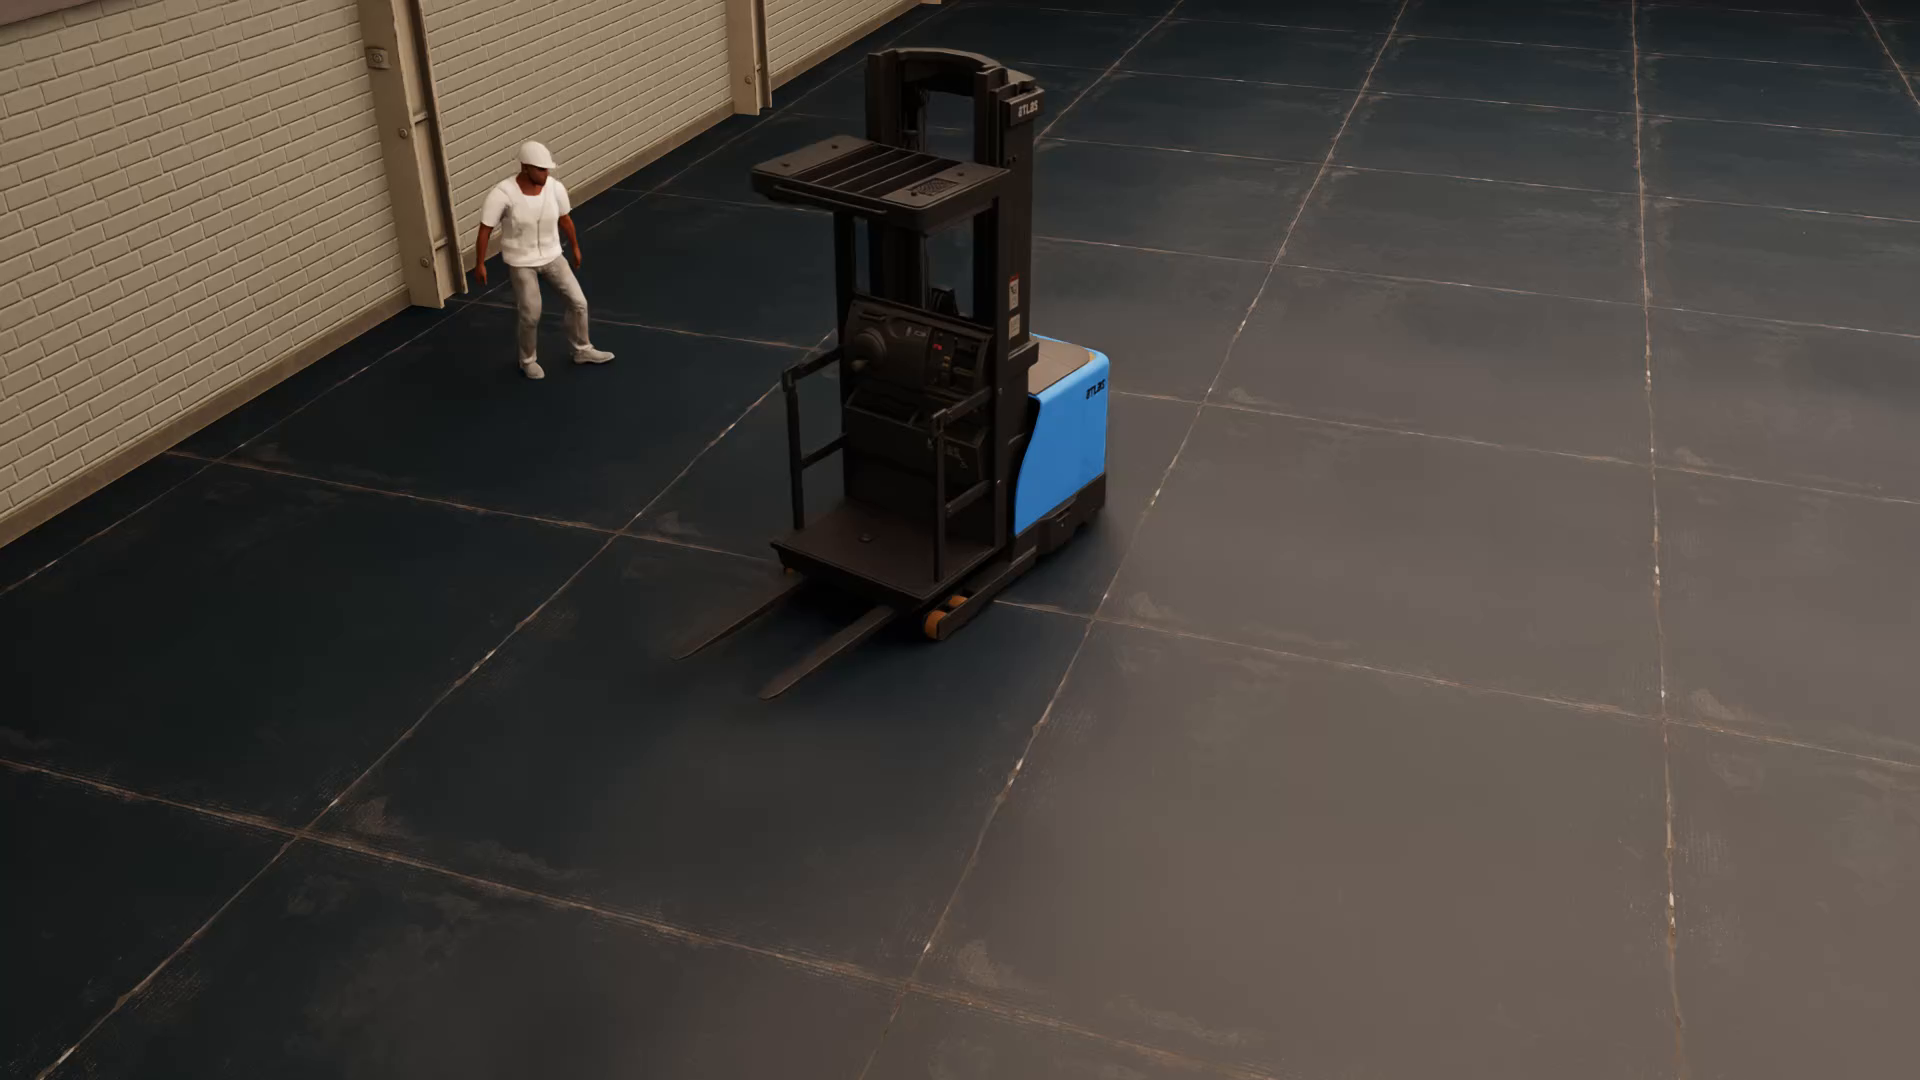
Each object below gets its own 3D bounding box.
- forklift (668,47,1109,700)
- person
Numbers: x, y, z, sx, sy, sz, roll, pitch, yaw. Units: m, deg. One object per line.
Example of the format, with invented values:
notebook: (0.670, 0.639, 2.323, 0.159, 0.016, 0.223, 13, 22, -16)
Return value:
forklift: (-0.362, -0.993, 8.878, 1.130, 2.935, 3.031, 19, 35, 30)
person: (-3.006, -1.999, 11.866, 0.886, 1.731, 0.467, -22, 36, -33)
